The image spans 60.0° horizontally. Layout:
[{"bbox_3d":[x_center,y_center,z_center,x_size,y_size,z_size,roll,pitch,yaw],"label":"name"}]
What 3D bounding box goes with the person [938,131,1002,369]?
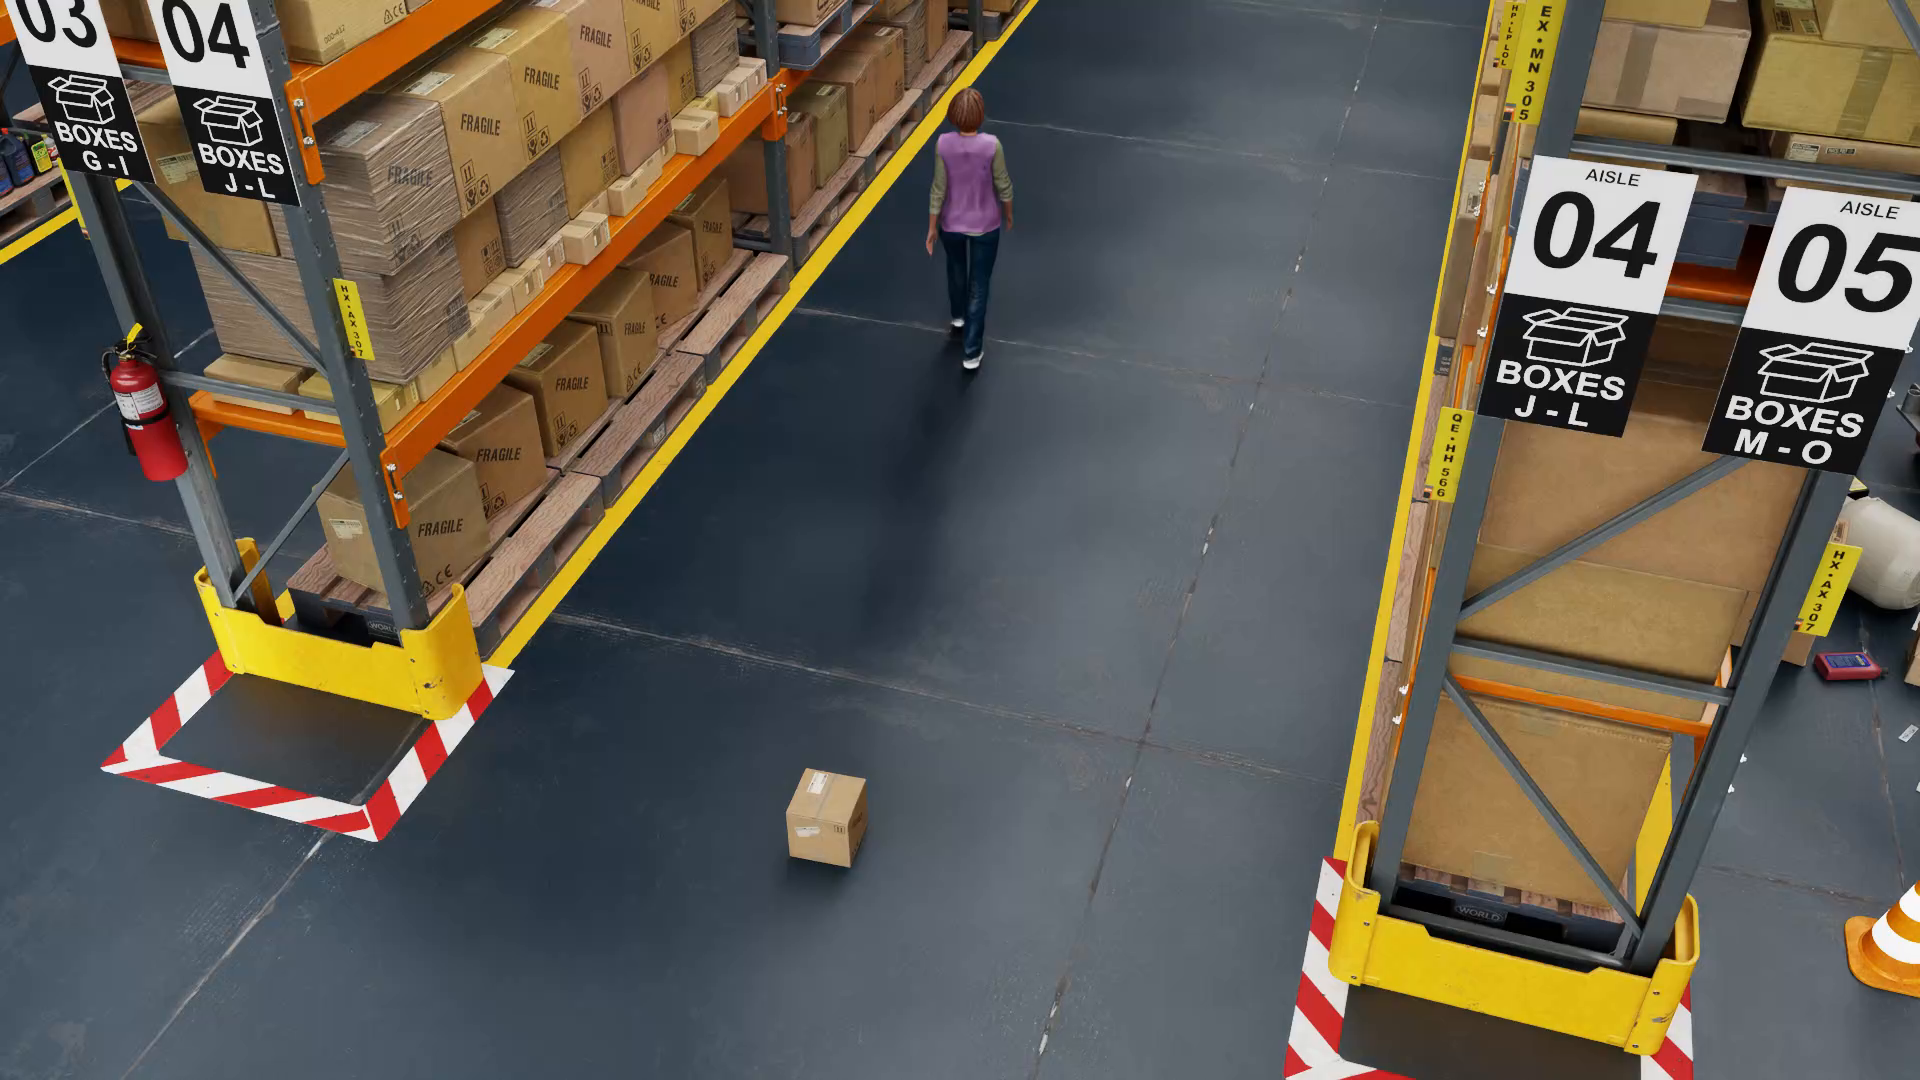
[{"bbox_3d":[0.064,-1.661,9.254,0.349,1.395,0.660,6,38,8],"label":"person"}]
